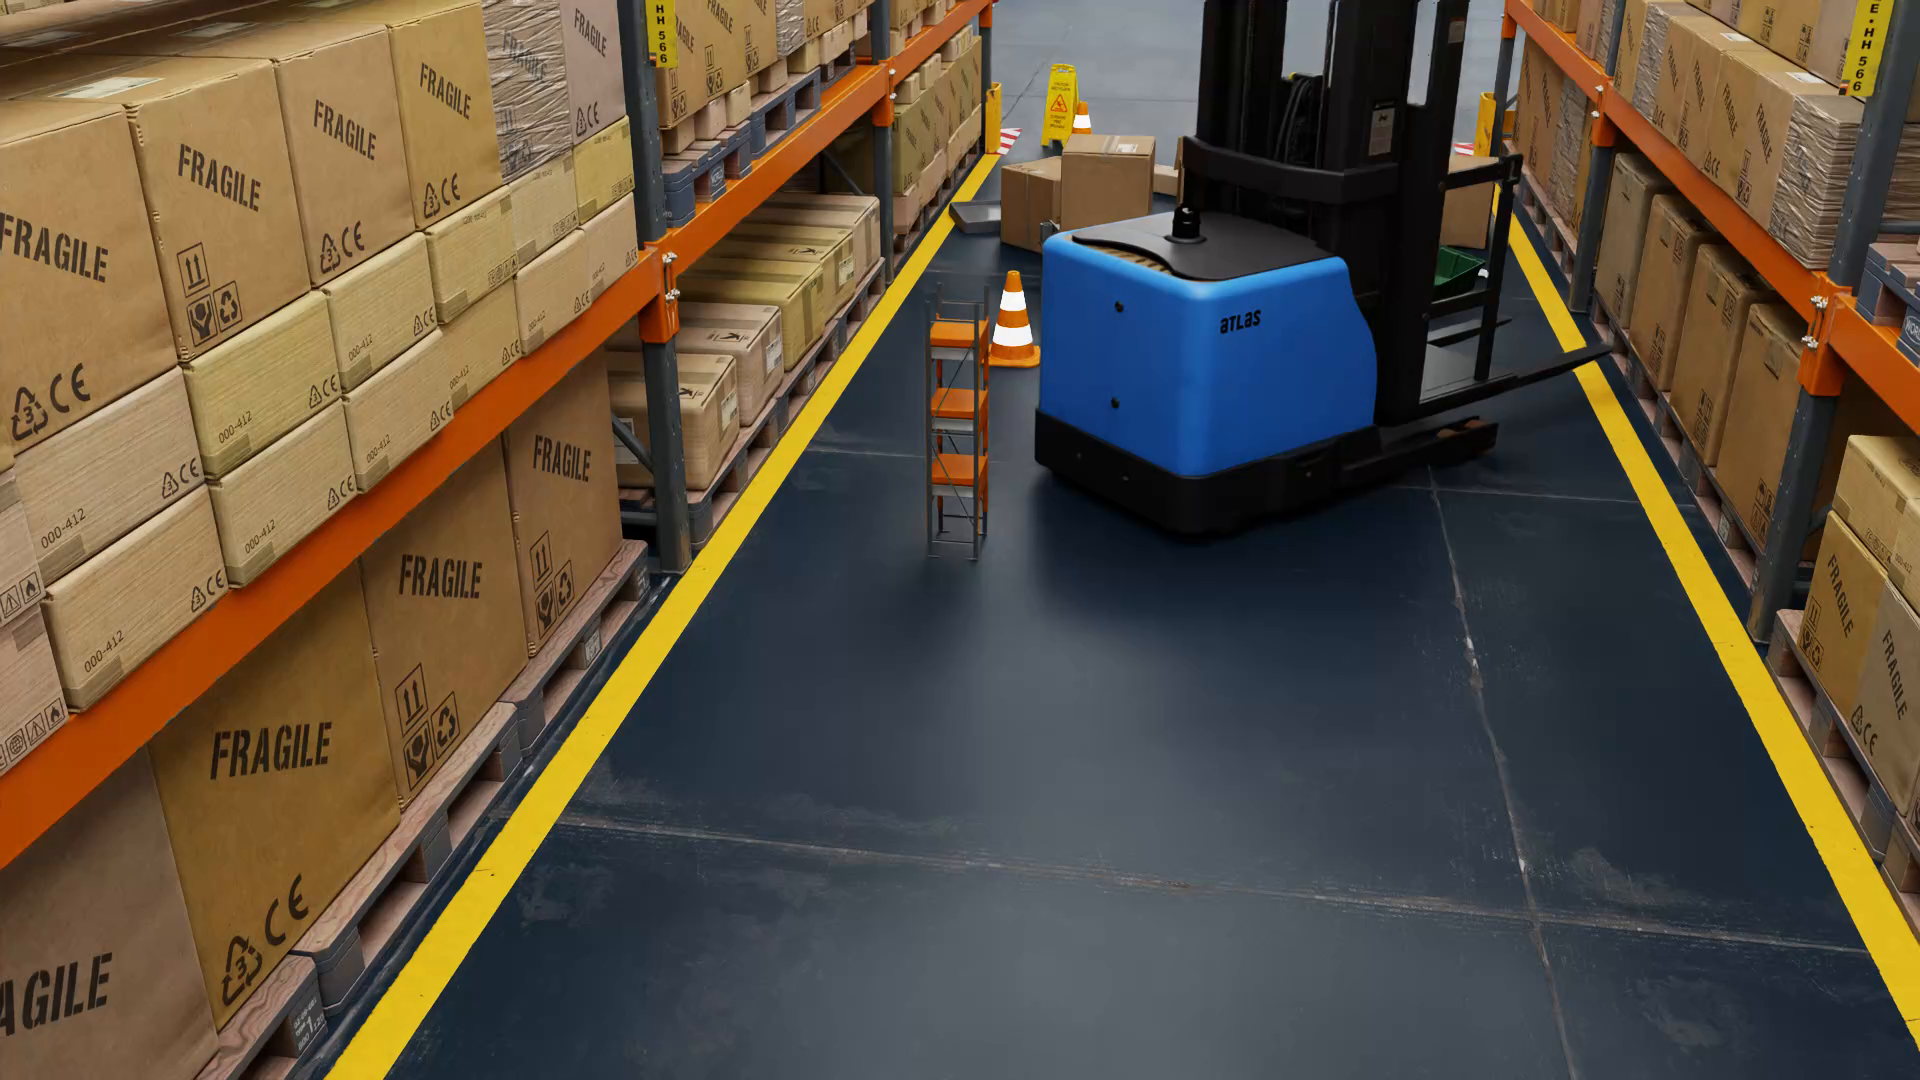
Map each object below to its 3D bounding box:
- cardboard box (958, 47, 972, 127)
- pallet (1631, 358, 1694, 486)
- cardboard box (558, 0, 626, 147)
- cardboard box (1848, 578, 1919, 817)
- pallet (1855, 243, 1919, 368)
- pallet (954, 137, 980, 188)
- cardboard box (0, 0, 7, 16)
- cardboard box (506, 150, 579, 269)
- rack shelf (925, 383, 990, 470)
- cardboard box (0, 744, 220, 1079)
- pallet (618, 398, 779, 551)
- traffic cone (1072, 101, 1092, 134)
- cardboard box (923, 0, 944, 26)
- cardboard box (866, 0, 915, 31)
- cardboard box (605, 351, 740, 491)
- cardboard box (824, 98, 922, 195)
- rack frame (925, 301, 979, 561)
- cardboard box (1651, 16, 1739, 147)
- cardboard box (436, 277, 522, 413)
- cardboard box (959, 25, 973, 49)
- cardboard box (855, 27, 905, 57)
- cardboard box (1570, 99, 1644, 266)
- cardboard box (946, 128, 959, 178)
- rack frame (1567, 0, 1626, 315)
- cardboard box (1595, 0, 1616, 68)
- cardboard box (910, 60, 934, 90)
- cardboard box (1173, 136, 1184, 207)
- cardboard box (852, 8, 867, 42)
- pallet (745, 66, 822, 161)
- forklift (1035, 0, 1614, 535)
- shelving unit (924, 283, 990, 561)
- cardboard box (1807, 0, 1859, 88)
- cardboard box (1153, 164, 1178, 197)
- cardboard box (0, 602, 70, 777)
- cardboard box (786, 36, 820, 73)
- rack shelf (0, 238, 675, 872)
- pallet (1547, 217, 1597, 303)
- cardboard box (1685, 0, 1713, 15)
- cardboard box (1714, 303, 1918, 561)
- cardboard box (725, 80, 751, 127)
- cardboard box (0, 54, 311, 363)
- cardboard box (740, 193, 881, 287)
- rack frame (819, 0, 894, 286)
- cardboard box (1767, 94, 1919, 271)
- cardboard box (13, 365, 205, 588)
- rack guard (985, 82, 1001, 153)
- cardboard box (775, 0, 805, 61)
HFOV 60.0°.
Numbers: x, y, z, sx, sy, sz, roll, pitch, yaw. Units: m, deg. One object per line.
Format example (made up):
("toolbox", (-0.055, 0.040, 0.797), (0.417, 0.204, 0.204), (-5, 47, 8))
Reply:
("cardboard box", (-0.205, -3.333, 12.195), (0.500, 0.500, 0.500), (5, 26, 10))
("pallet", (3.748, -0.543, 7.662), (1.003, 0.211, 1.213), (4, 25, 9))
("cardboard box", (-1.383, -1.538, 5.199), (0.500, 0.500, 0.500), (3, 25, 7))
("cardboard box", (2.897, 0.457, 4.688), (0.500, 0.500, 0.500), (4, 25, 9))
("pallet", (3.332, -0.581, 4.679), (1.213, 0.211, 1.003), (4, 25, 9))
("pallet", (-0.429, -2.988, 12.884), (1.003, 0.211, 1.213), (4, 25, 9))
("cardboard box", (-5.705, -3.009, 9.227), (0.500, 0.250, 0.500), (3, 25, 7))
("cardboard box", (-1.465, -0.997, 4.930), (0.500, 0.250, 0.500), (3, 25, 7))
("rack shelf", (-0.009, -0.444, 6.484), (0.215, 0.259, 0.240), (4, 25, 9))
("cardboard box", (-2.188, 0.906, 3.286), (0.875, 0.875, 0.875), (5, 26, 10))
("pallet", (-1.427, -0.338, 7.222), (1.003, 0.211, 1.213), (4, 25, 9))
("traffic cone", (0.953, -3.202, 13.044), (0.336, 0.463, 0.334), (4, 25, 9))
("cardboard box", (-0.317, -3.477, 10.936), (0.380, 0.149, 0.250), (4, 25, 9))
("cardboard box", (-0.556, -3.292, 9.775), (0.500, 0.500, 0.500), (4, 25, 8))
("cardboard box", (-1.454, -0.510, 6.905), (0.950, 0.372, 0.625), (2, 25, 5))
("cardboard box", (-0.540, -2.459, 10.329), (0.500, 0.500, 0.500), (5, 26, 11))
("rack frame", (-0.029, -0.402, 6.371), (0.200, 1.050, 0.008), (4, 25, 9))
("cardboard box", (3.480, -2.070, 7.516), (0.500, 0.500, 0.500), (4, 25, 8))
("cardboard box", (-1.549, -0.552, 4.568), (0.500, 0.250, 0.500), (4, 25, 8))
("cardboard box", (-0.116, -3.687, 12.186), (0.380, 0.149, 0.250), (5, 26, 10))
("cardboard box", (-0.535, -2.943, 9.794), (0.380, 0.149, 0.250), (4, 25, 8))
("cardboard box", (4.169, -2.132, 9.778), (0.875, 0.875, 0.875), (4, 25, 9))
("cardboard box", (-0.288, -2.773, 11.883), (0.500, 0.250, 0.500), (3, 25, 7))
("rack frame", (3.997, -2.646, 8.865), (1.000, 3.000, 0.127), (4, 25, 9))
("cardboard box", (4.046, -2.869, 9.164), (0.875, 0.550, 0.550), (4, 25, 9))
("cardboard box", (-0.378, -3.016, 10.754), (0.380, 0.149, 0.250), (5, 26, 11))
("cardboard box", (1.962, -2.579, 11.666), (0.797, 0.503, 0.637), (-14, 29, -27))
("cardboard box", (-0.715, -2.789, 8.971), (0.380, 0.149, 0.250), (4, 25, 9))
("pallet", (-1.273, -2.018, 7.749), (1.003, 0.211, 1.213), (4, 25, 9))
("forklift", (1.826, -1.823, 7.187), (3.031, 2.935, 1.130), (-17, 30, -32))
("shelving unit", (-0.009, -0.453, 6.480), (0.215, 1.050, 0.252), (4, 25, 9))
("cardboard box", (3.508, -1.870, 5.909), (0.700, 0.500, 0.500), (4, 25, 8))
("cardboard box", (1.530, -2.641, 12.216), (0.380, 0.149, 0.250), (19, 31, 35))
("cardboard box", (-1.878, 0.301, 2.745), (0.500, 0.250, 0.500), (3, 25, 7))
("cardboard box", (-0.895, -2.363, 8.061), (0.380, 0.149, 0.250), (4, 25, 8))
("rack shelf", (-1.883, -0.112, 4.299), (1.077, 0.370, 4.000), (4, 25, 9))
("pallet", (4.199, -1.696, 10.124), (1.003, 0.211, 1.213), (4, 25, 9))
("cardboard box", (3.840, -2.721, 7.727), (0.700, 0.500, 0.500), (4, 25, 8))
("cardboard box", (3.532, -0.393, 6.209), (1.050, 0.750, 0.750), (4, 25, 8))
("cardboard box", (-1.085, -1.814, 6.888), (0.380, 0.149, 0.250), (4, 25, 9))
("cardboard box", (-1.714, -0.687, 3.383), (0.500, 0.500, 0.500), (3, 25, 7))
("cardboard box", (-0.986, -1.727, 9.506), (0.950, 0.372, 0.625), (4, 25, 9))
("rack frame", (-0.903, -2.947, 9.507), (1.000, 3.000, 0.127), (4, 25, 9))
("cardboard box", (3.152, -1.225, 5.712), (0.500, 0.500, 0.500), (4, 25, 9))
("cardboard box", (-1.803, -0.144, 3.106), (0.500, 0.250, 0.500), (4, 25, 9))
("rack guard", (-0.261, -3.456, 13.543), (1.175, 0.500, 0.348), (4, 25, 9))
("cardboard box", (-1.007, -2.466, 7.516), (0.500, 0.500, 0.500), (3, 25, 7))
